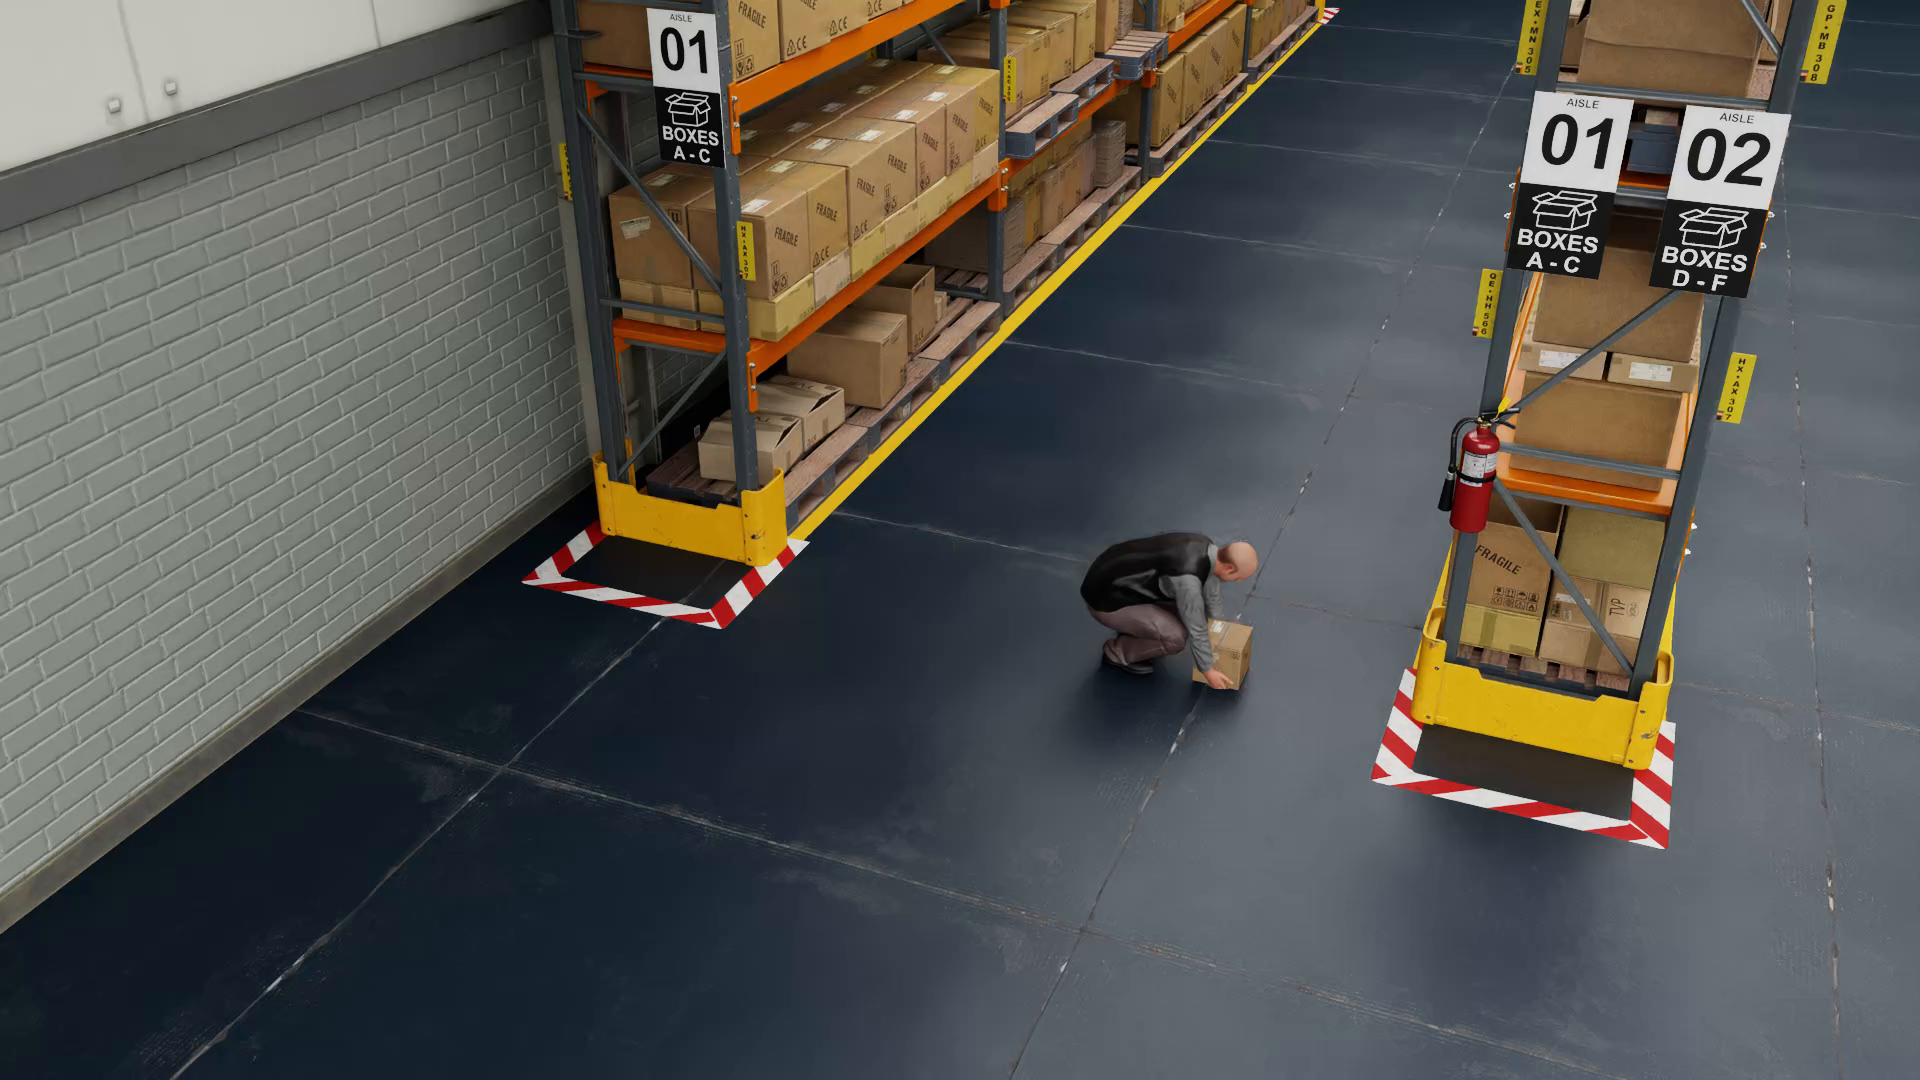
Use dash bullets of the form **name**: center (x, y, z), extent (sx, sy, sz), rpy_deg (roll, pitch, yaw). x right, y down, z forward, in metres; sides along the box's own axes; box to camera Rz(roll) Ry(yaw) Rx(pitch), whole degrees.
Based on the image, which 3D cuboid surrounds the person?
- **person**: center (1.103, 0.340, 8.850), extent (0.898, 0.825, 0.528), rpy_deg (11, 31, 19)
